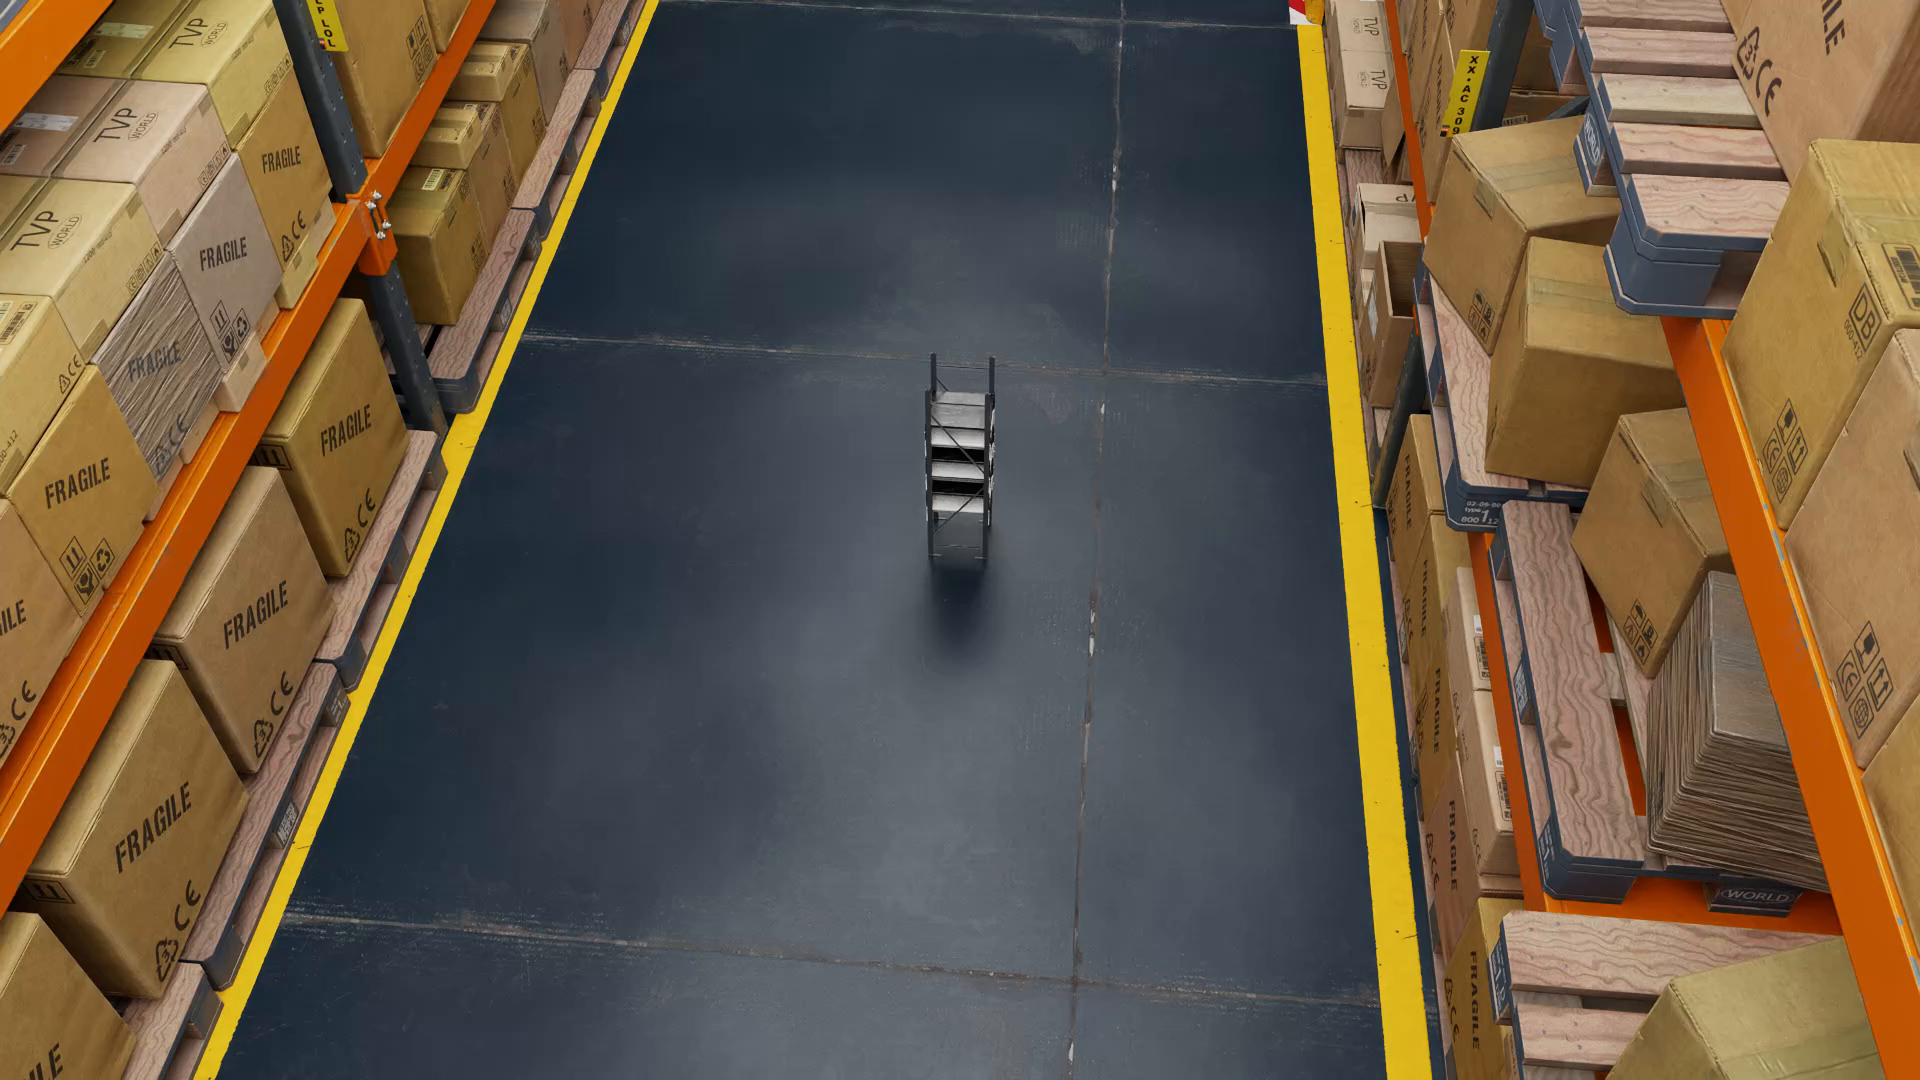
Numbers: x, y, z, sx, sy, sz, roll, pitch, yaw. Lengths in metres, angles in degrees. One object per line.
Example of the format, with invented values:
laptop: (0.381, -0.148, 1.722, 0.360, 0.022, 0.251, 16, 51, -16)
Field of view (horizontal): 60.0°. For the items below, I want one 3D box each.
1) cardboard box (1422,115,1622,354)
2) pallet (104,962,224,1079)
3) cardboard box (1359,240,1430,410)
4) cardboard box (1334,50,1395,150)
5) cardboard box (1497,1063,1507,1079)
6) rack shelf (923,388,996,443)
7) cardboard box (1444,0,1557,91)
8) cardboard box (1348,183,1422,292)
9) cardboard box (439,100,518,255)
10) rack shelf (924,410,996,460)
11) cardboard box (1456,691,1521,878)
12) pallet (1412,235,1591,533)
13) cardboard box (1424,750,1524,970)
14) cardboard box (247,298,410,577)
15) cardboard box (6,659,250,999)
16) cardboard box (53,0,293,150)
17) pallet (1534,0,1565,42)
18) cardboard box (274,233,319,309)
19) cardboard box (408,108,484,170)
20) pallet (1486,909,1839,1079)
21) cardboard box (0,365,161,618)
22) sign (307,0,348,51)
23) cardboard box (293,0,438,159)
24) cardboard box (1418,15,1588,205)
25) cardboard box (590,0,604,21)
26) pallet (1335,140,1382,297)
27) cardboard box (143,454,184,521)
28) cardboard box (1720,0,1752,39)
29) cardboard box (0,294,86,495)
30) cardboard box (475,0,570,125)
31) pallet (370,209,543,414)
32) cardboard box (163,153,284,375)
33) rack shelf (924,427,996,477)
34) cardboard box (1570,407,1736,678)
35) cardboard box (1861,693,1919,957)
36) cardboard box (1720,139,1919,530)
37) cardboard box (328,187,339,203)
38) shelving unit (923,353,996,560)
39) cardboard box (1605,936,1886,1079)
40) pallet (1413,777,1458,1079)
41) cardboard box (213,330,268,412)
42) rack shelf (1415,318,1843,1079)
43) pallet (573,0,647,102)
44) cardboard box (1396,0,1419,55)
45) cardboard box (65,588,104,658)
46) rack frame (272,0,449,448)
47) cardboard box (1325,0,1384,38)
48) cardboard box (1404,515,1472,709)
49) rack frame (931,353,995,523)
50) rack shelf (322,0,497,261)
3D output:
cardboard box: (1.947, -0.992, 5.299, 0.700, 0.500, 0.500, -11, 48, -10)
pallet: (-2.938, 1.826, 4.963, 1.003, 0.211, 1.213, 4, 48, 4)
cardboard box: (1.982, -0.893, 6.955, 0.500, 0.500, 0.500, 4, 48, 4)
cardboard box: (2.154, -2.195, 8.316, 0.500, 0.250, 0.500, 4, 48, 4)
cardboard box: (1.700, 1.781, 4.510, 0.500, 0.500, 0.500, 6, 48, 5)
rack shelf: (0.001, -0.469, 6.275, 0.258, 0.077, 0.200, 4, 48, 4)
cardboard box: (2.001, -1.910, 5.745, 0.500, 0.500, 0.500, 4, 48, 4)
cardboard box: (2.051, -1.380, 7.529, 0.500, 0.311, 0.500, 4, 48, 4)
cardboard box: (-2.501, -1.690, 7.698, 0.700, 0.500, 0.500, 3, 48, 3)
rack shelf: (0.001, -0.409, 6.341, 0.258, 0.077, 0.200, 4, 48, 4)
cardboard box: (1.790, 0.735, 4.959, 0.500, 0.250, 0.500, 3, 48, 3)
pallet: (2.031, -0.505, 5.335, 1.003, 0.211, 1.213, 4, 48, 4)
cardboard box: (1.789, 1.015, 5.211, 0.500, 0.500, 0.500, 2, 48, 2)
cardboard box: (-2.650, -0.410, 6.291, 0.750, 0.750, 0.750, 4, 48, 4)
cardboard box: (-2.801, 0.868, 5.122, 0.750, 0.750, 0.750, 4, 48, 3)
cardboard box: (-2.508, -1.514, 5.337, 0.500, 0.250, 0.500, 5, 48, 4)
pallet: (2.084, -1.624, 4.324, 1.213, 0.211, 1.003, 4, 48, 4)
cardboard box: (-2.469, -0.948, 5.767, 0.380, 0.149, 0.250, 5, 48, 4)
cardboard box: (-2.337, -1.779, 7.341, 0.380, 0.149, 0.250, 5, 48, 5)
pallet: (1.840, 1.351, 3.637, 1.213, 0.211, 1.003, 4, 48, 4)
cardboard box: (-2.643, -0.154, 4.601, 0.500, 0.500, 0.500, 5, 48, 5)
sign: (-2.179, -1.815, 5.672, 0.100, 0.325, 0.005, 4, 48, 4)
cardboard box: (-2.655, -1.979, 6.350, 0.980, 0.700, 0.700, 5, 48, 4)
cardboard box: (2.003, -1.568, 6.110, 0.500, 0.500, 0.500, 5, 48, 4)
cardboard box: (-2.320, -3.197, 9.076, 0.700, 0.500, 0.500, 4, 48, 4)
pallet: (2.385, -1.612, 8.108, 1.003, 0.211, 1.213, 4, 48, 4)
cardboard box: (-2.629, -0.204, 5.087, 0.380, 0.149, 0.250, 3, 48, 2)
cardboard box: (2.055, -1.514, 3.675, 0.600, 0.600, 0.600, 3, 48, 3)
cardboard box: (-2.657, -0.390, 4.308, 0.500, 0.250, 0.500, 3, 48, 3)
cardboard box: (-2.411, -2.459, 8.402, 0.700, 0.500, 0.500, 2, 48, 2)
pallet: (-2.573, -1.093, 7.632, 1.003, 0.211, 1.213, 4, 48, 4)
cardboard box: (-2.548, -0.890, 5.274, 0.500, 0.500, 0.500, 4, 48, 4)
rack shelf: (0.001, -0.348, 6.408, 0.258, 0.077, 0.200, 4, 48, 4)
cardboard box: (2.113, -0.023, 4.412, 0.700, 0.500, 0.500, -7, 48, -6)
cardboard box: (1.855, 0.420, 2.258, 0.910, 0.500, 0.500, 4, 48, 4)
cardboard box: (1.949, -0.337, 2.950, 0.910, 0.500, 0.500, 4, 48, 4)
cardboard box: (-2.761, -1.447, 7.036, 0.380, 0.149, 0.250, 4, 48, 3)
shelving unit: (0.001, -0.310, 6.449, 0.258, 0.900, 0.210, 4, 48, 4)
cardboard box: (1.794, 1.143, 3.345, 0.700, 0.500, 0.500, -11, 48, -10)
pallet: (2.068, 1.290, 5.453, 1.003, 0.211, 1.213, 4, 48, 4)
cardboard box: (-2.503, -0.562, 5.414, 0.380, 0.149, 0.250, 4, 48, 4)
rack shelf: (2.031, 0.562, 4.716, 1.077, 0.370, 4.000, 4, 48, 4)
pallet: (-2.351, -2.886, 9.272, 1.003, 0.211, 1.213, 4, 48, 4)
cardboard box: (2.093, -2.325, 6.802, 0.500, 0.500, 0.500, 5, 48, 4)
cardboard box: (-2.695, 0.183, 4.733, 0.380, 0.149, 0.250, 4, 48, 4)
rack frame: (-2.720, -1.480, 6.097, 1.000, 3.000, 0.127, 4, 48, 4)
cardboard box: (2.174, -2.813, 8.938, 0.380, 0.166, 0.250, 4, 48, 4)
cardboard box: (1.889, 0.277, 5.886, 0.500, 0.500, 0.500, 4, 48, 4)
rack frame: (0.010, -0.384, 6.518, 0.240, 0.900, 0.006, 4, 48, 4)
rack shelf: (-2.538, -2.707, 7.707, 1.077, 0.370, 4.000, 4, 48, 4)
